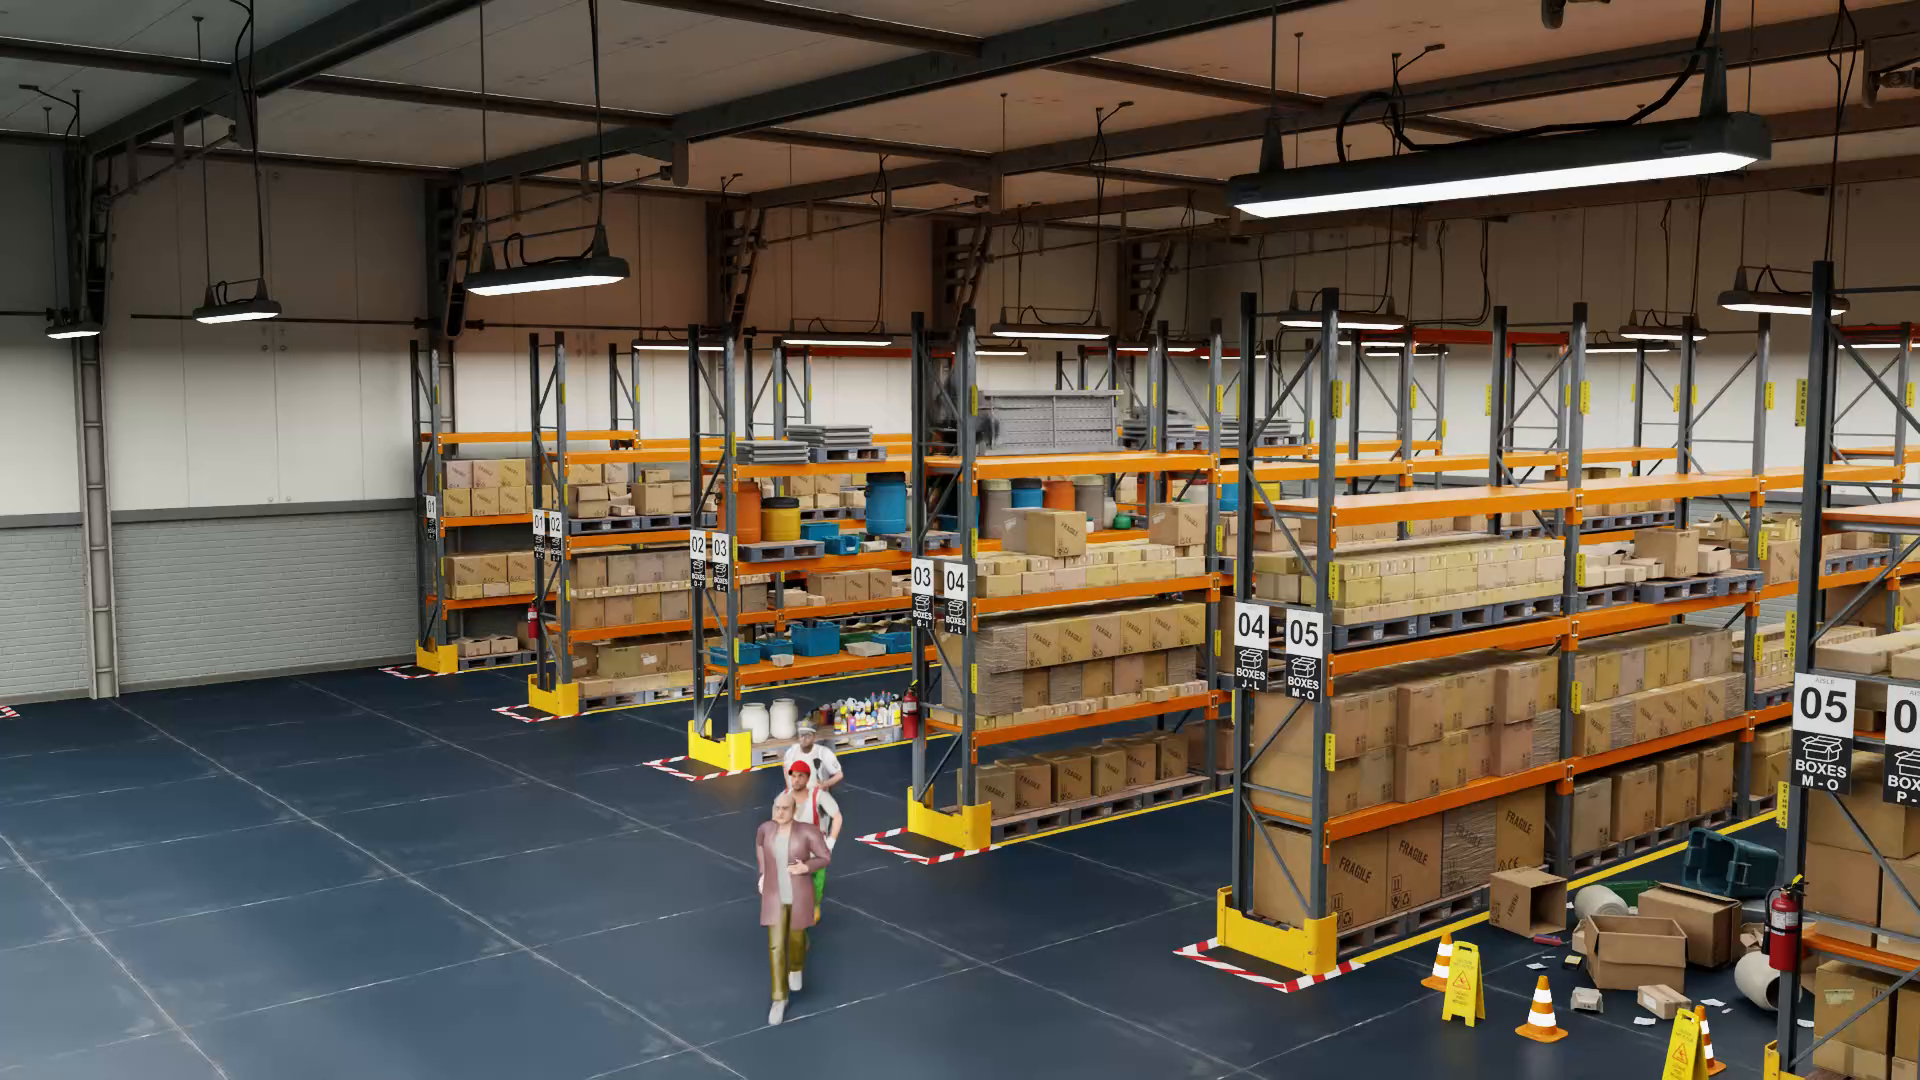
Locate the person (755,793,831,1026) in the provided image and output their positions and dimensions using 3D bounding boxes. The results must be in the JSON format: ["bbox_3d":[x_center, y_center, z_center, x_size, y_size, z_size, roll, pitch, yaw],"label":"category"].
[{"bbox_3d":[-1.401,3.016,13.854,0.679,1.774,0.975,0,5,3],"label":"person"}]

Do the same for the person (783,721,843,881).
[{"bbox_3d":[-1.505,2.725,16.922,0.650,1.850,0.793,0,5,4],"label":"person"}]

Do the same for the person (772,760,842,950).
[{"bbox_3d":[-1.411,2.877,15.346,0.660,1.773,0.697,0,5,5],"label":"person"}]
